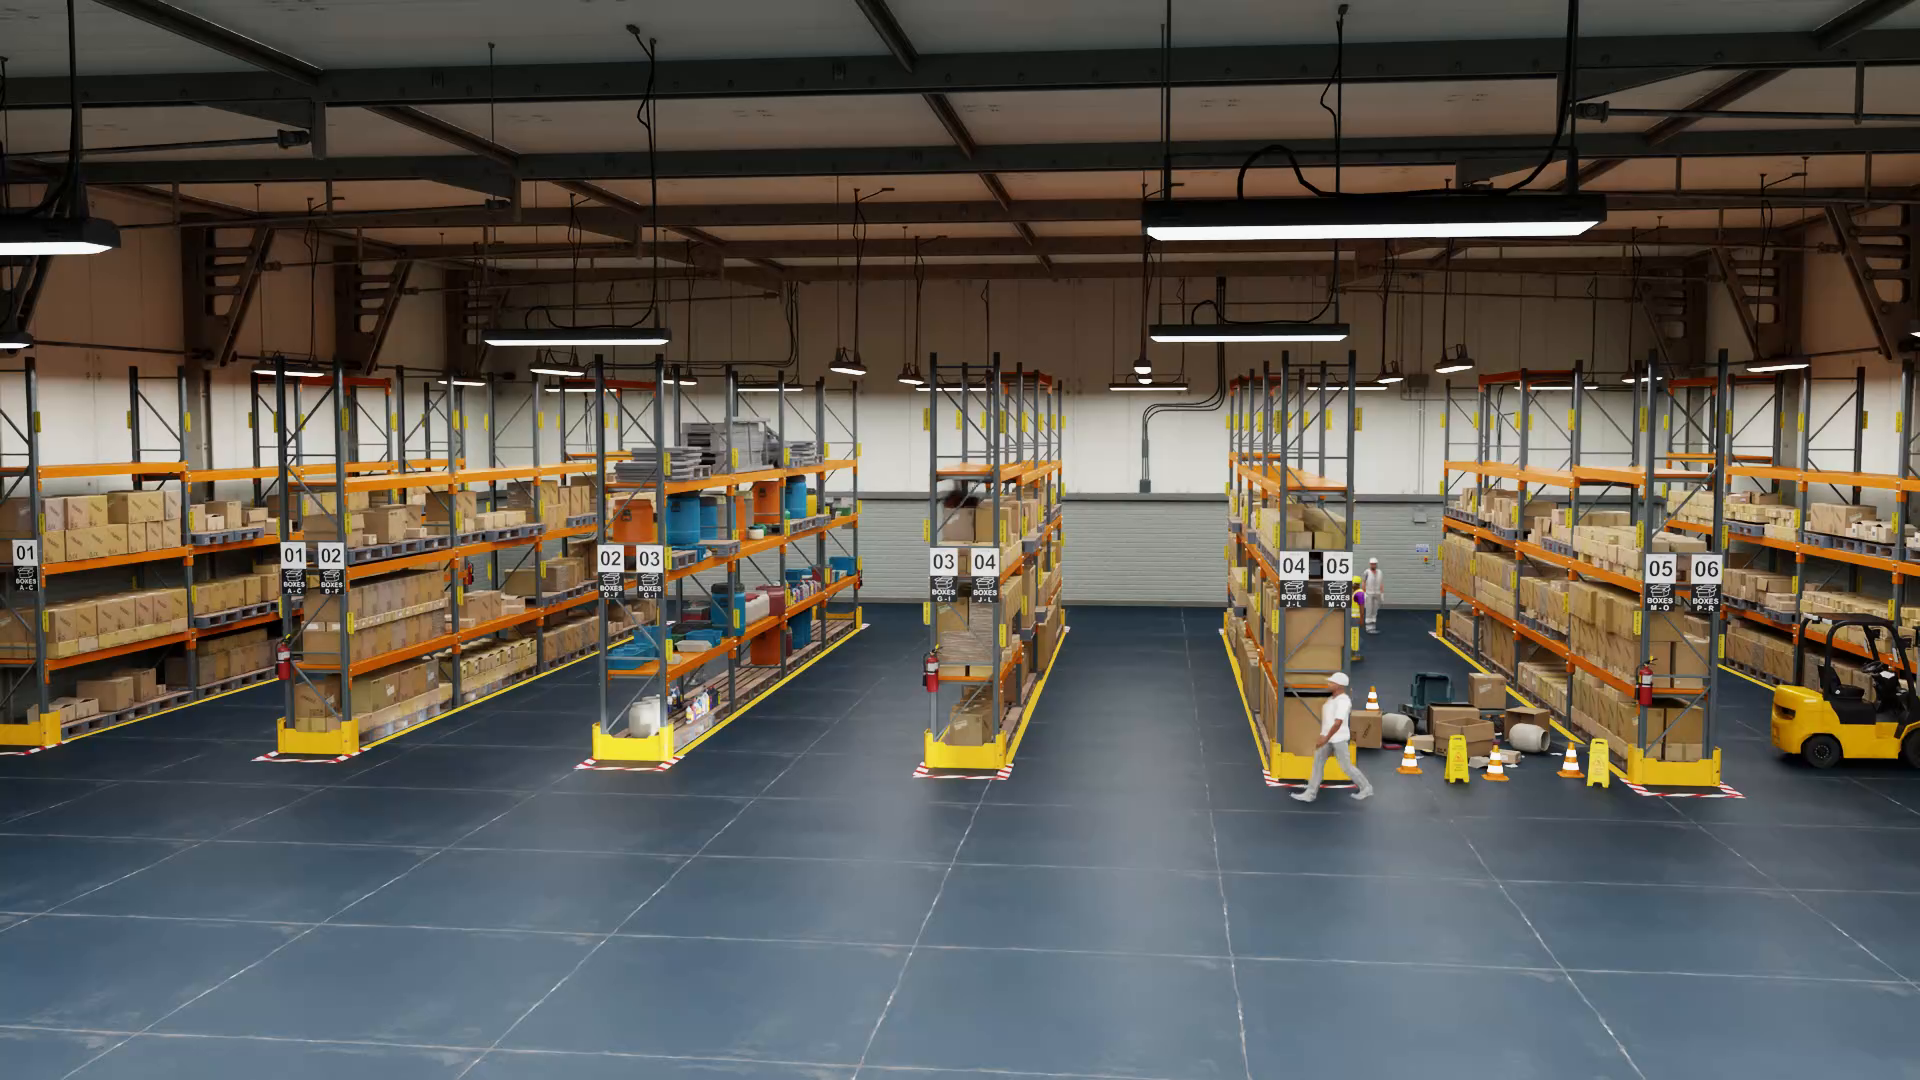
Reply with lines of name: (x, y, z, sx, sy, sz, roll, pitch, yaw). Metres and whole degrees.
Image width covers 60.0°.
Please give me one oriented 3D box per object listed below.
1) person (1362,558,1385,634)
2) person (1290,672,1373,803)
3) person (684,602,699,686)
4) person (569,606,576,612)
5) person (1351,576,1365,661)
person: (9.786, 1.315, 39.334, 0.561, 1.797, 0.414, -1, 4, -9)
person: (4.899, 2.601, 21.816, 1.037, 1.734, 0.543, -1, 4, -14)
person: (-5.065, 1.983, 31.633, 0.533, 1.578, 0.368, 2, 4, 25)
person: (-9.991, 1.112, 42.401, 0.689, 1.731, 0.612, 0, 4, 6)
person: (8.319, 1.640, 35.003, 0.369, 1.768, 0.647, 1, 4, 10)
